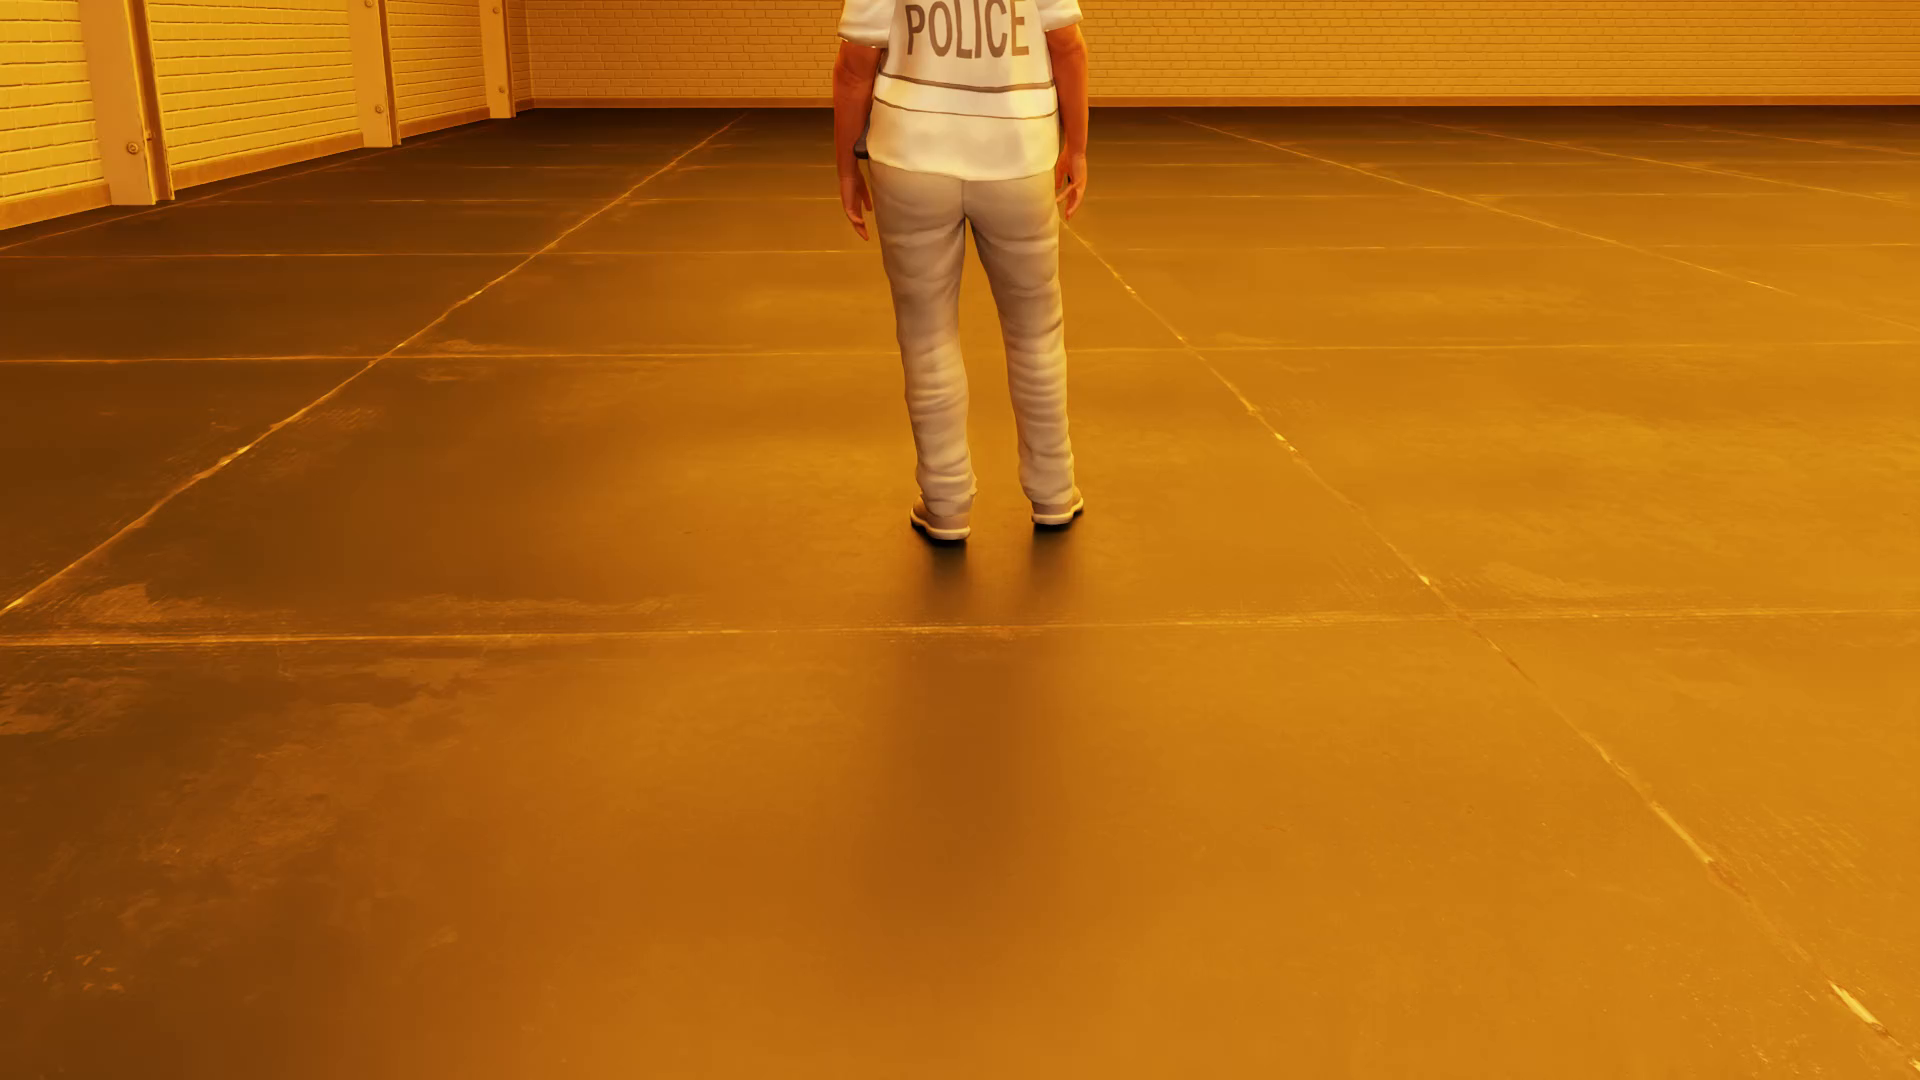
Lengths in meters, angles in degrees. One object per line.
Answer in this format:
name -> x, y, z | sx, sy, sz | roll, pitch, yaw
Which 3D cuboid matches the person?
person -> 0.019, -0.826, 3.747 | 0.598, 1.670, 0.529 | -1, 17, -3
